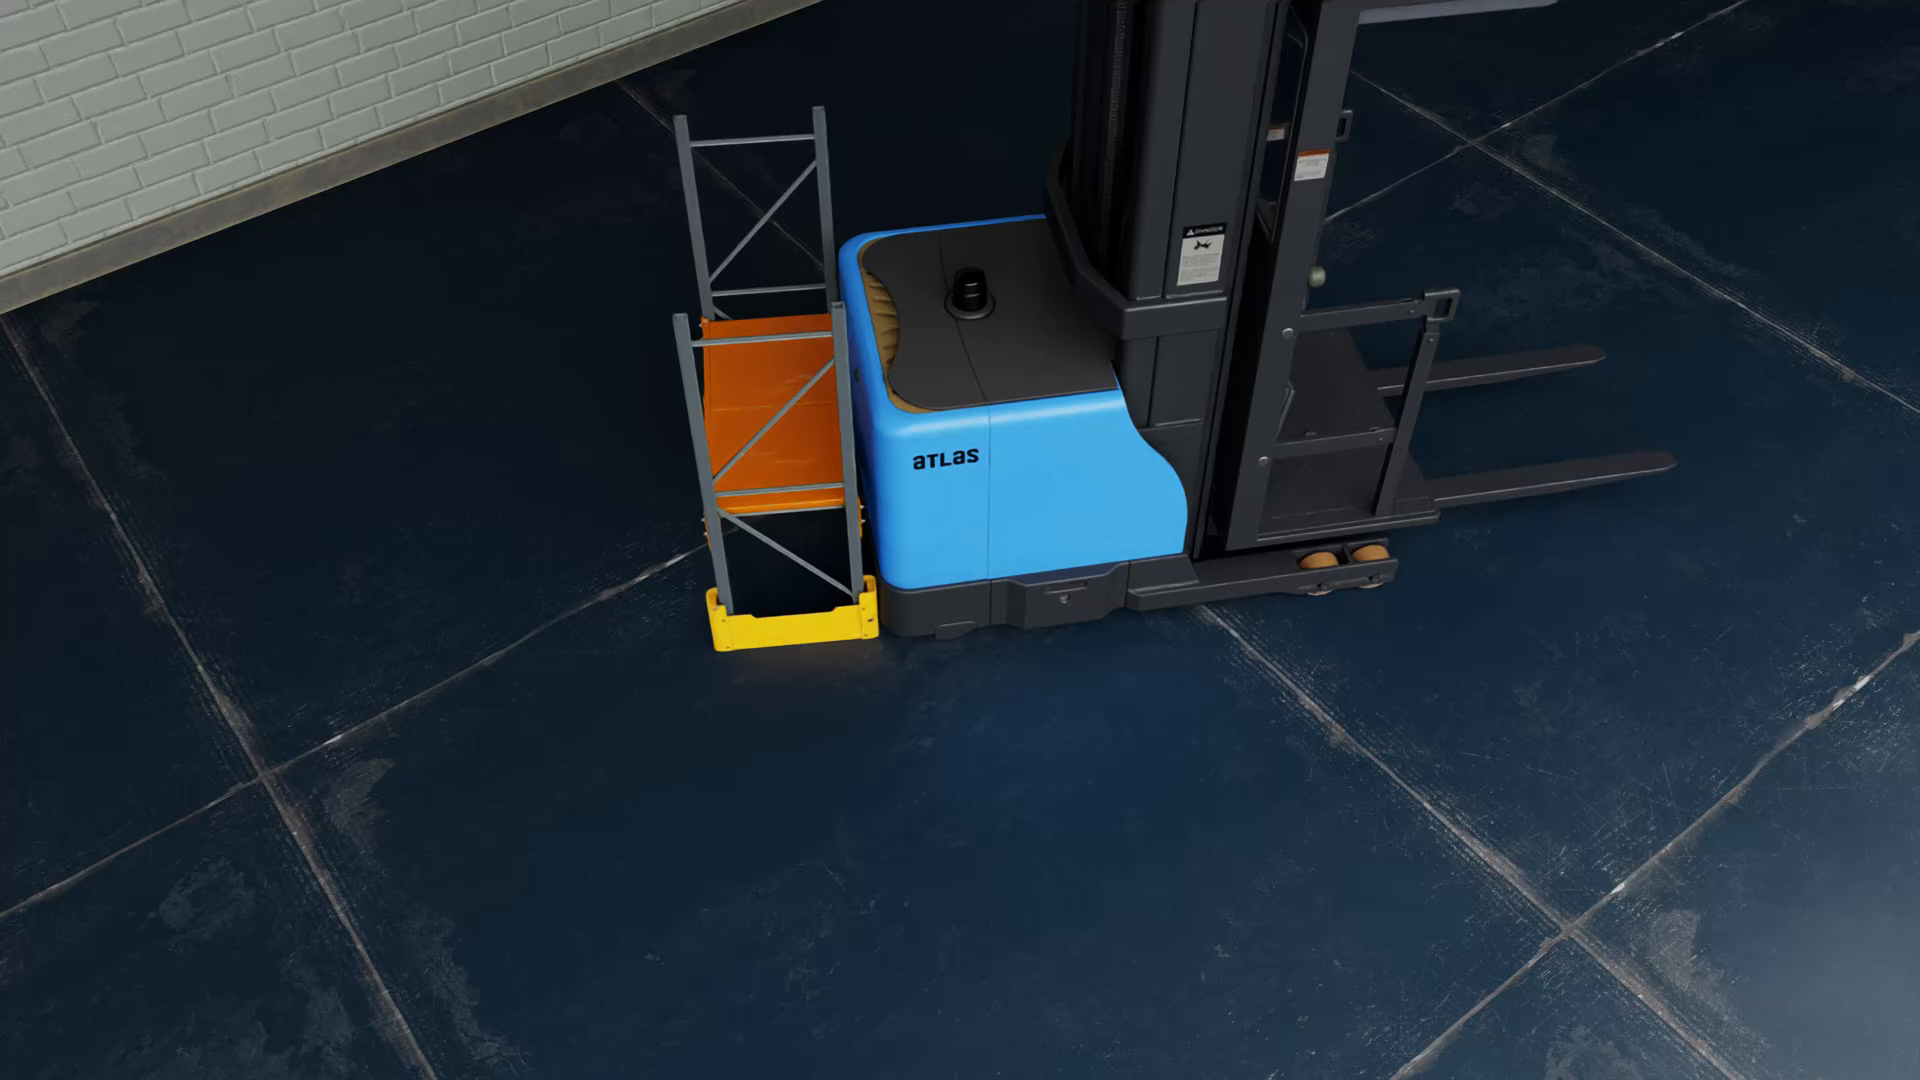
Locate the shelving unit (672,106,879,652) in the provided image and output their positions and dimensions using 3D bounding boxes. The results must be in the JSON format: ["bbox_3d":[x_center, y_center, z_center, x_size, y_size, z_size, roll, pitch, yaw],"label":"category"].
[{"bbox_3d":[-0.639,-0.529,5.717,0.587,1.500,1.083,-5,48,-4],"label":"shelving unit"}]

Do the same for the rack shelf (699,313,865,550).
[{"bbox_3d":[-0.640,-0.414,5.856,0.538,0.185,1.000,-5,48,-4],"label":"rack shelf"}]

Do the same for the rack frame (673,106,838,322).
[{"bbox_3d":[-0.697,-0.909,6.062,0.500,1.500,0.032,-5,48,-4],"label":"rack frame"}]

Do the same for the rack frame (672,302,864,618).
[{"bbox_3d":[-0.583,-0.161,5.384,0.500,1.500,0.032,-5,48,-4],"label":"rack frame"}]

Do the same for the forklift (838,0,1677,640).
[{"bbox_3d":[1.130,-1.163,5.326,3.031,2.935,1.130,-8,48,-7],"label":"forklift"}]

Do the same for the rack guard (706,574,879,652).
[{"bbox_3d":[-0.583,0.258,5.847,0.587,0.250,0.087,-5,48,-4],"label":"rack guard"}]
